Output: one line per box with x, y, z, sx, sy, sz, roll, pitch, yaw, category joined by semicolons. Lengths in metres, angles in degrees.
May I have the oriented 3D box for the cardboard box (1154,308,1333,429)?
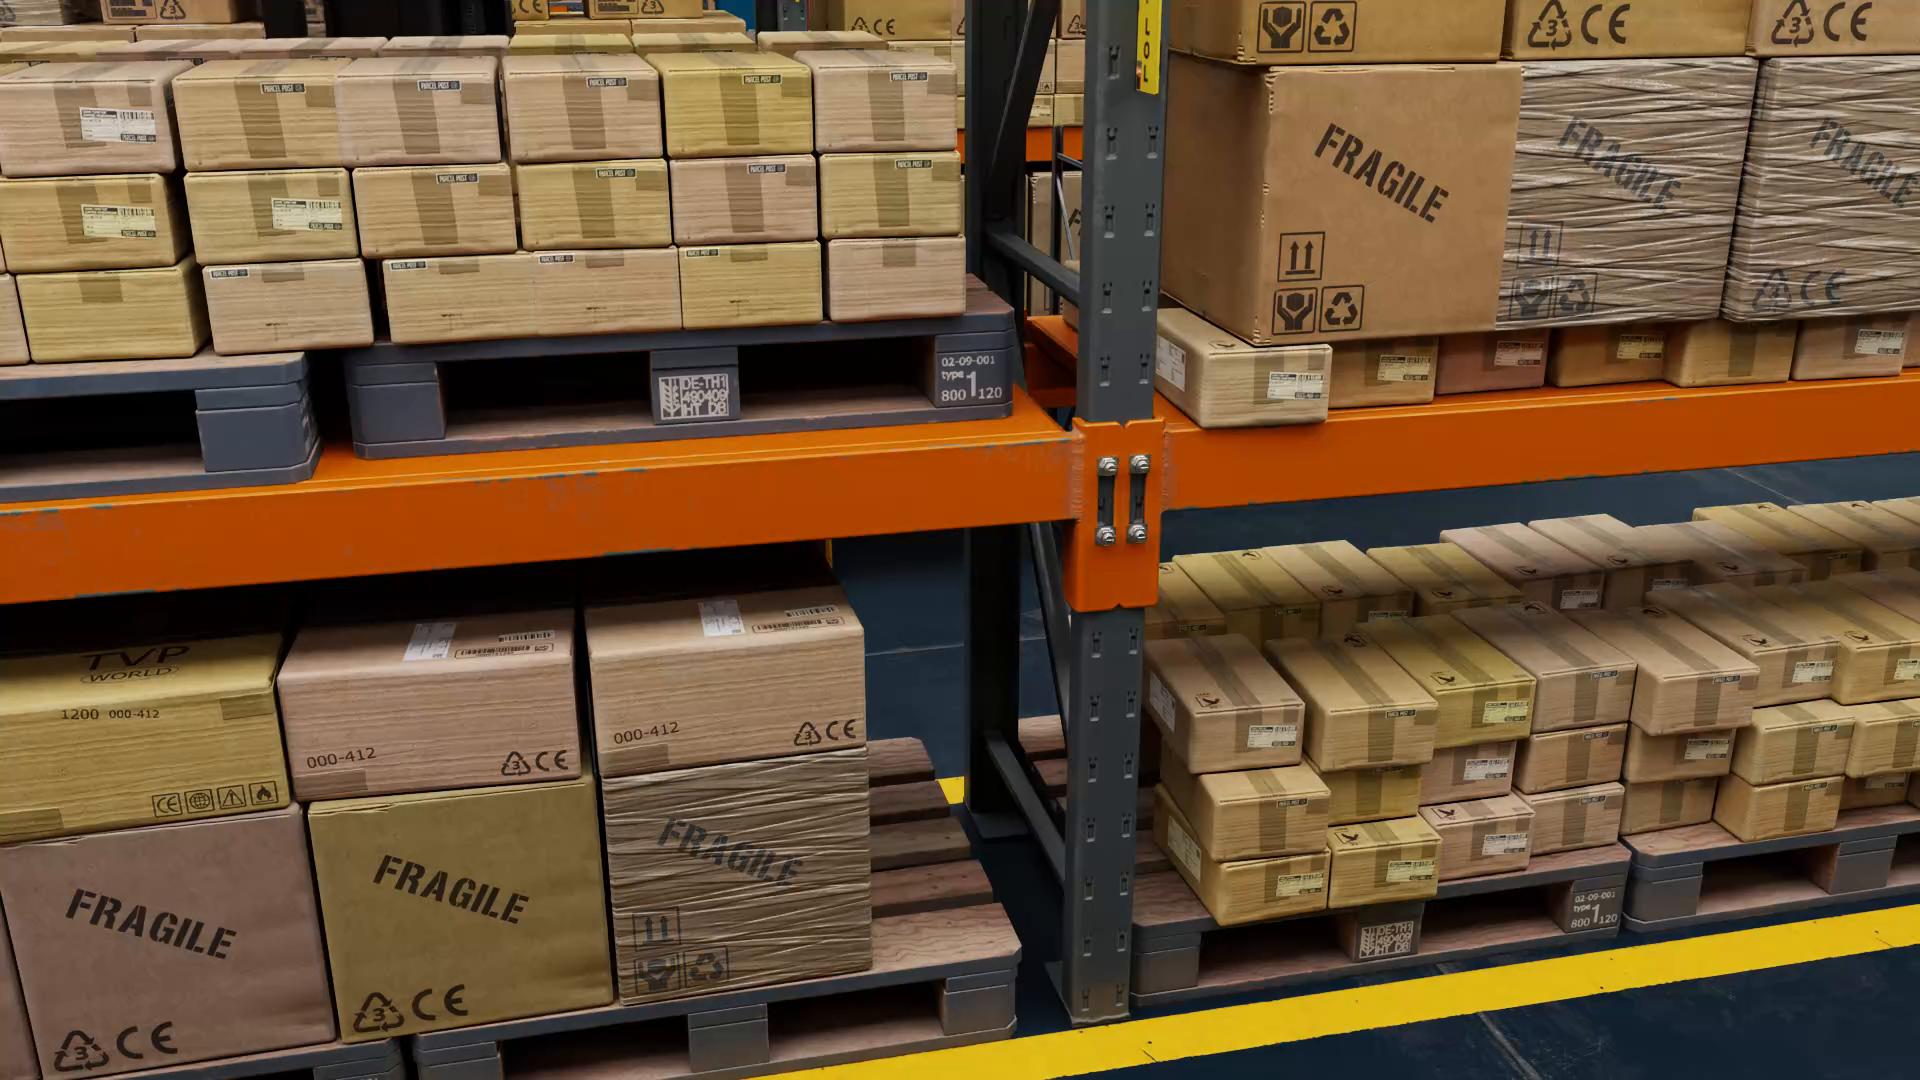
0.535;-0.346;3.262;0.250;0.149;0.380;-4;20;-10;cardboard box

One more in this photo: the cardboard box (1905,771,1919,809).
2.367;0.512;4.090;0.250;0.149;0.380;-4;21;-11;cardboard box

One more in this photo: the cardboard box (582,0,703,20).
-1.479;-2.684;7.676;0.637;0.503;0.797;-5;21;-14;cardboard box

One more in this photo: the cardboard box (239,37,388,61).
-1.317;-0.949;3.434;0.250;0.149;0.380;-5;21;-13;cardboard box

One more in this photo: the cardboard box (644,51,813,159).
-0.423;-0.791;3.002;0.250;0.149;0.380;-5;21;-14;cardboard box

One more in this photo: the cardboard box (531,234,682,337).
-0.652;-0.492;3.052;0.250;0.149;0.380;-5;21;-13;cardboard box

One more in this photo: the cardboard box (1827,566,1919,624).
2.342;0.208;4.055;0.250;0.149;0.380;-5;21;-14;cardboard box

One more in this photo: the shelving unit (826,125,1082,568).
-0.074;-0.698;6.040;1.083;1.500;0.587;-5;21;-12;shelving unit

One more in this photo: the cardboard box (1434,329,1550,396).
1.017;-0.430;3.492;0.250;0.149;0.380;-6;21;-15;cardboard box

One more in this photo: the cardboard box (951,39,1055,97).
0.144;-2.275;7.951;0.500;0.250;0.500;-5;21;-13;cardboard box

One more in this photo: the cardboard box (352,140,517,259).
-0.921;-0.609;2.938;0.250;0.149;0.380;-5;21;-14;cardboard box

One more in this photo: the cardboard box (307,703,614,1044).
-0.977;0.609;3.314;0.500;0.500;0.500;-5;21;-14;cardboard box

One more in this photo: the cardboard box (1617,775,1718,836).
1.591;0.542;4.009;0.250;0.149;0.380;-6;21;-15;cardboard box

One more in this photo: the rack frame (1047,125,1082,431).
0.412;-0.738;6.148;0.032;1.500;0.500;-5;21;-12;rack frame

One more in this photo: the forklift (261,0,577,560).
-2.398;-1.443;5.993;3.031;2.935;1.130;1;20;3;forklift

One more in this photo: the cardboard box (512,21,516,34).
-2.340;-2.234;7.906;0.500;0.500;0.500;-5;21;-14;cardboard box

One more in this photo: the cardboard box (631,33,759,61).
-0.575;-1.008;3.595;0.250;0.149;0.380;-4;21;-11;cardboard box

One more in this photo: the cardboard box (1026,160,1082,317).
0.678;-1.515;8.568;0.875;0.875;0.875;-5;21;-12;cardboard box

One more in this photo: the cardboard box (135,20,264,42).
-3.217;-1.980;7.213;0.500;0.500;0.500;-5;21;-13;cardboard box

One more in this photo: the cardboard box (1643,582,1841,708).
1.845;0.245;3.955;0.250;0.149;0.380;-6;21;-15;cardboard box

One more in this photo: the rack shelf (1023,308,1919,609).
2.130;-0.371;4.013;4.000;0.370;1.077;-5;21;-12;rack shelf

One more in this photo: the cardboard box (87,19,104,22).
-3.842;-2.109;7.565;0.500;0.500;0.500;-5;21;-13;cardboard box

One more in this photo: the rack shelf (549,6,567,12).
-6.225;-6.697;21.282;4.000;0.370;1.077;-5;21;-12;rack shelf

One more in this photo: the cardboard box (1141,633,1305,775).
0.567;0.354;3.658;0.250;0.149;0.380;-4;20;-10;cardboard box

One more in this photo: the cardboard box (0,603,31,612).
-2.116;0.170;3.423;0.500;0.250;0.500;-4;21;-11;cardboard box

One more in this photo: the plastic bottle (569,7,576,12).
-2.851;-3.720;12.180;0.185;0.351;0.144;-5;21;-12;plastic bottle

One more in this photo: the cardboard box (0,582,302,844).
-1.497;0.300;3.068;0.500;0.250;0.500;-6;21;-15;cardboard box

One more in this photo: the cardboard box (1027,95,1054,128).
0.273;-2.076;7.987;0.250;0.149;0.380;-5;21;-14;cardboard box

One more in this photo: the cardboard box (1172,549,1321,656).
0.710;0.163;4.179;0.250;0.149;0.380;-4;21;-12;cardboard box

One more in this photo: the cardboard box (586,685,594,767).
-1.110;0.438;3.781;0.500;0.500;0.500;-4;20;-10;cardboard box

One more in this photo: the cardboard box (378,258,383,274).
-1.310;-0.671;3.539;0.250;0.149;0.380;-6;21;-15;cardboard box

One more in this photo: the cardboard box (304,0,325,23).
-2.750;-2.579;7.389;0.637;0.503;0.797;-4;20;-11;cardboard box

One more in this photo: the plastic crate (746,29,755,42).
-1.513;-3.770;12.542;0.243;0.136;0.396;-5;21;-12;plastic crate

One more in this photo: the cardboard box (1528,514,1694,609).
1.723;0.068;4.436;0.250;0.149;0.380;-5;21;-14;cardboard box

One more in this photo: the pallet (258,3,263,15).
-6.384;-5.206;16.443;1.003;0.211;1.213;-5;21;-12;pallet

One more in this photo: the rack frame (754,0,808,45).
-0.859;-2.219;8.011;0.127;3.000;1.000;-5;21;-12;rack frame

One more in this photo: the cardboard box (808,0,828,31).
-0.473;-2.766;8.200;0.500;0.500;0.500;-4;21;-11;cardboard box

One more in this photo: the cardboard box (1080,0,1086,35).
0.579;-1.335;3.565;0.500;0.500;0.500;-5;21;-14;cardboard box

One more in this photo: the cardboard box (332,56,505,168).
-0.930;-0.750;2.891;0.250;0.149;0.380;-5;21;-13;cardboard box

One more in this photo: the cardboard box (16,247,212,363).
-1.424;-0.428;2.877;0.250;0.149;0.380;-4;20;-10;cardboard box

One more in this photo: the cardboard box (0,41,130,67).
-1.825;-0.907;3.319;0.250;0.149;0.380;-4;20;-11;cardboard box

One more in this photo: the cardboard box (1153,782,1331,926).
0.612;0.670;3.660;0.250;0.149;0.380;-6;21;-15;cardboard box

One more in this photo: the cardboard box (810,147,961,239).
-0.158;-0.672;3.110;0.250;0.149;0.380;-4;20;-11;cardboard box

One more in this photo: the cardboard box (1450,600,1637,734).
1.332;0.287;3.840;0.250;0.149;0.380;-5;21;-14;cardboard box

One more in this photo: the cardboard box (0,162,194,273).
-1.440;-0.566;2.822;0.250;0.149;0.380;-5;21;-12;cardboard box

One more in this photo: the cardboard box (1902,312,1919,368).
2.056;-0.503;3.692;0.250;0.149;0.380;-4;20;-10;cardboard box

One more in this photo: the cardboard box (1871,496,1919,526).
2.751;0.009;4.598;0.250;0.149;0.380;-6;21;-15;cardboard box

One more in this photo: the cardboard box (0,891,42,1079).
-1.975;0.689;3.097;0.500;0.500;0.500;-5;21;-14;cardboard box

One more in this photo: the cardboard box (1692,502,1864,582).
2.213;0.033;4.532;0.250;0.149;0.380;-4;21;-12;cardboard box

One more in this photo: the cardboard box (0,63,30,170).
-1.692;-0.687;2.720;0.250;0.149;0.380;-5;21;-13;cardboard box

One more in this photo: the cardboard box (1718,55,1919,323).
1.702;-0.762;3.455;0.500;0.500;0.500;-5;21;-14;cardboard box

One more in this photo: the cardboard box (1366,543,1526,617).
1.221;0.146;4.224;0.250;0.149;0.380;-4;20;-11;cardboard box

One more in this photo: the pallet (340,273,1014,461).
-0.593;-0.449;3.458;1.213;0.211;1.003;-5;21;-12;pallet

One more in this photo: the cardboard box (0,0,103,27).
-4.036;-2.473;7.100;0.637;0.503;0.797;-4;20;-11;cardboard box

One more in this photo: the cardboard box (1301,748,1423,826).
0.836;0.479;3.746;0.250;0.149;0.380;-5;21;-12;cardboard box

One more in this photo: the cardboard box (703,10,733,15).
-1.364;-2.313;8.123;0.500;0.500;0.500;-5;21;-12;cardboard box

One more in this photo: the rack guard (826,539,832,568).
-0.559;-0.072;6.148;0.087;0.250;0.587;-5;21;-12;rack guard
